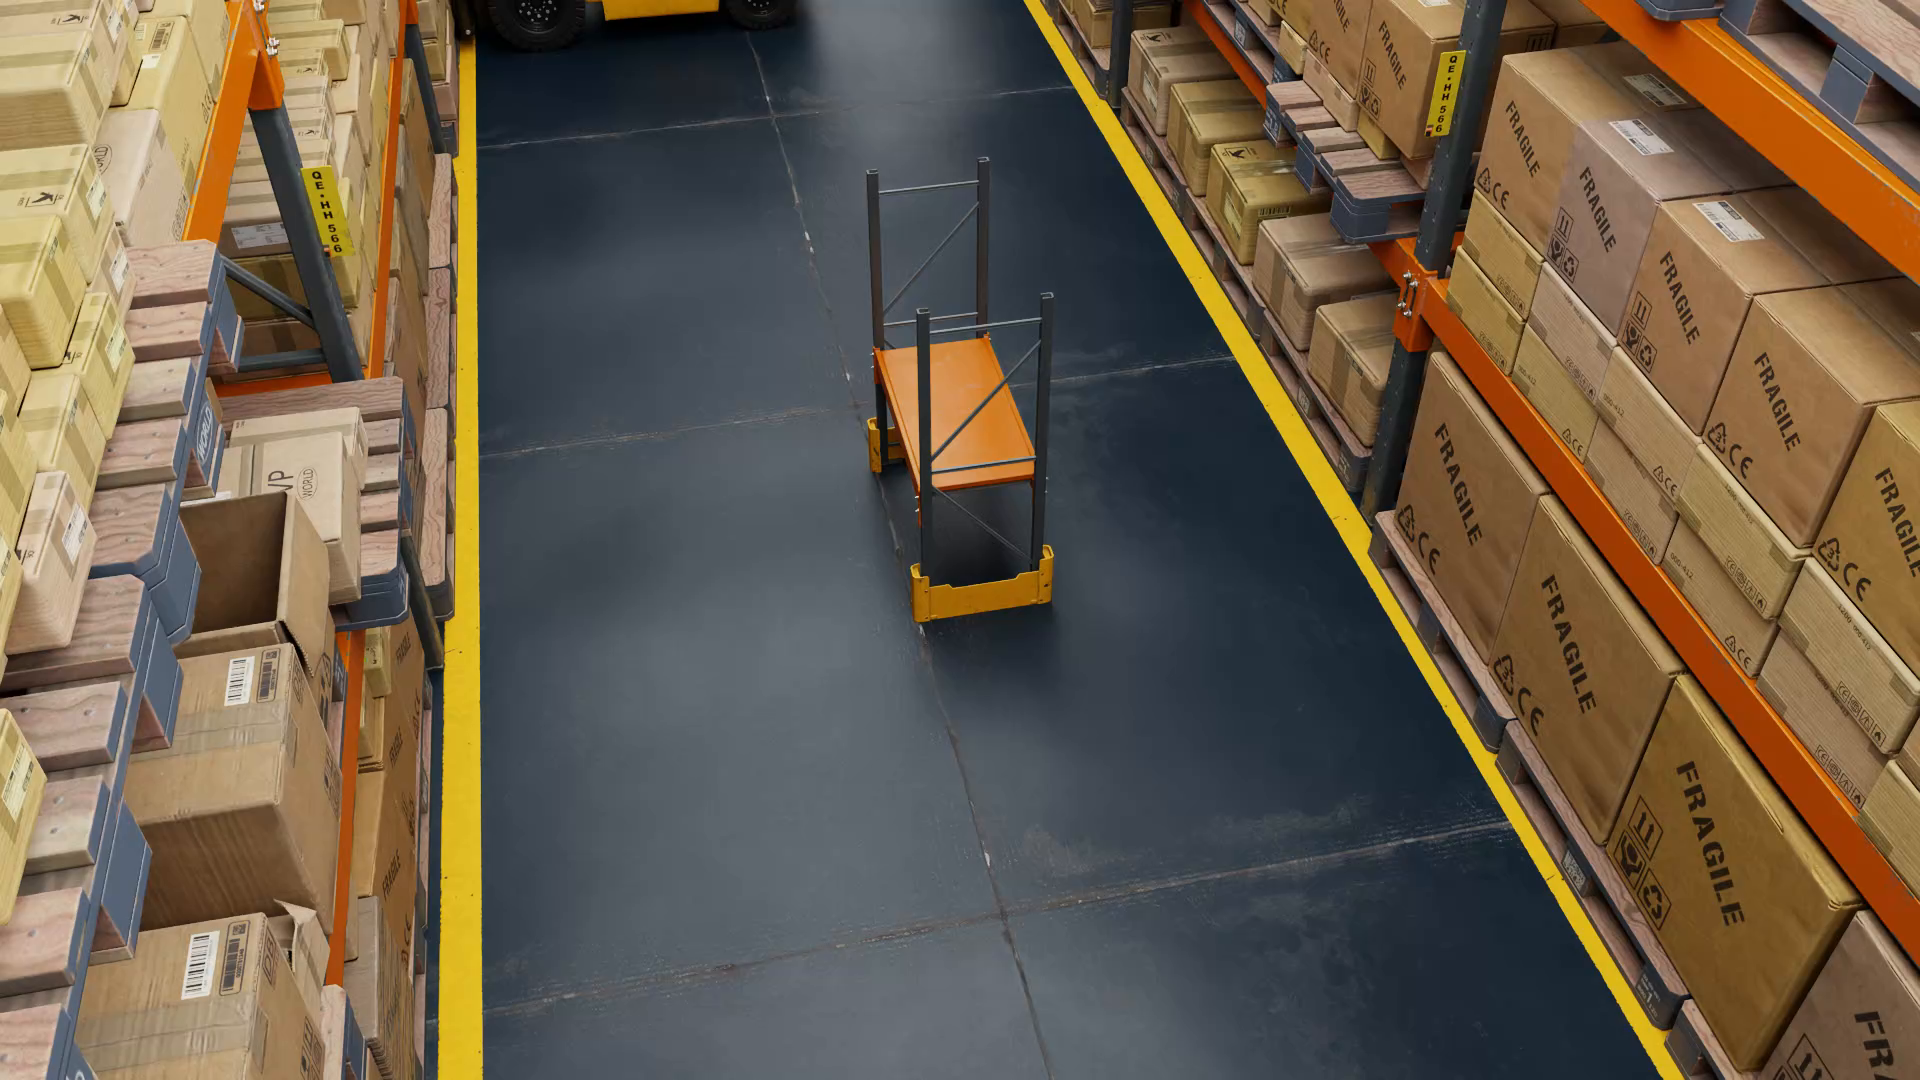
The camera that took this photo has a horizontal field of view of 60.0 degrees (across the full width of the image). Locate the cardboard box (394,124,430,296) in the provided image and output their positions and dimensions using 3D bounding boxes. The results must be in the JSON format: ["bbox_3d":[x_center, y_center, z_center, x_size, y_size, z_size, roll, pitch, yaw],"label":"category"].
[{"bbox_3d":[-3.149,-1.591,8.255,0.875,0.625,0.625,-9,42,-10],"label":"cardboard box"}]

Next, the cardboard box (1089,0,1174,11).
[{"bbox_3d":[1.023,-3.631,10.271,0.500,0.500,0.500,-9,42,-10],"label":"cardboard box"}]

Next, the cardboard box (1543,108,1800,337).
[{"bbox_3d":[2.261,-1.020,5.311,0.500,0.500,0.500,-8,42,-9],"label":"cardboard box"}]

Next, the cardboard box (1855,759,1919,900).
[{"bbox_3d":[2.688,0.780,4.224,0.500,0.250,0.500,-9,42,-10],"label":"cardboard box"}]

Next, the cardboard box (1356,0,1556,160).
[{"bbox_3d":[1.907,-1.844,6.452,0.500,0.500,0.500,-9,42,-11],"label":"cardboard box"}]

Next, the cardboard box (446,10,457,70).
[{"bbox_3d":[-3.339,-2.979,10.102,0.500,0.250,0.500,-9,42,-10],"label":"cardboard box"}]

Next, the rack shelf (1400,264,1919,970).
[{"bbox_3d":[2.708,0.282,5.215,1.077,0.370,4.000,-8,42,-9],"label":"rack shelf"}]

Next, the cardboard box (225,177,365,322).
[{"bbox_3d":[-2.402,-1.027,5.884,0.500,0.250,0.500,-8,42,-9],"label":"cardboard box"}]

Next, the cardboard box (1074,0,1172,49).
[{"bbox_3d":[1.023,-3.350,10.519,0.500,0.250,0.500,-7,42,-7],"label":"cardboard box"}]

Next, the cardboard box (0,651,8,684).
[{"bbox_3d":[-1.555,0.227,2.273,0.380,0.149,0.250,-8,42,-9],"label":"cardboard box"}]

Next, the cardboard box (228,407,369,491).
[{"bbox_3d":[-2.053,-0.262,5.159,0.380,0.149,0.250,-8,42,-8],"label":"cardboard box"}]

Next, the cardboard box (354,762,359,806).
[{"bbox_3d":[-2.100,0.776,5.194,0.380,0.149,0.250,-7,42,-8],"label":"cardboard box"}]

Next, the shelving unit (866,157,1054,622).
[{"bbox_3d":[-0.016,-0.610,6.808,0.587,1.500,1.083,-8,42,-9],"label":"shelving unit"}]

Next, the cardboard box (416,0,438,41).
[{"bbox_3d":[-3.231,-3.024,9.399,0.500,0.250,0.500,-9,42,-10],"label":"cardboard box"}]

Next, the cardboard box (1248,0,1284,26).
[{"bbox_3d":[1.564,-2.518,7.701,0.380,0.149,0.250,-10,42,-11],"label":"cardboard box"}]

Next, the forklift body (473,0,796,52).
[{"bbox_3d":[-2.106,-4.470,10.666,2.313,2.155,1.214,-8,42,-9],"label":"forklift body"}]

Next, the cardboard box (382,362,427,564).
[{"bbox_3d":[-2.691,-0.245,6.739,0.875,0.625,0.625,-7,42,-8],"label":"cardboard box"}]

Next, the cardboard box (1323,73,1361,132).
[{"bbox_3d":[1.749,-1.846,6.943,0.380,0.149,0.250,-9,42,-10],"label":"cardboard box"}]

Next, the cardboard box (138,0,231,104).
[{"bbox_3d":[-2.222,-1.338,4.351,0.500,0.250,0.500,-10,43,-11],"label":"cardboard box"}]

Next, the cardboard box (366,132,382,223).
[{"bbox_3d":[-2.648,-1.496,6.789,0.500,0.250,0.500,-10,42,-11],"label":"cardboard box"}]

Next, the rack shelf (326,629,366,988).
[{"bbox_3d":[-2.138,0.996,4.411,1.077,0.370,4.000,-8,42,-9],"label":"rack shelf"}]

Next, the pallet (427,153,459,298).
[{"bbox_3d":[-3.236,-1.648,8.947,1.003,0.211,1.213,-8,42,-9],"label":"pallet"}]

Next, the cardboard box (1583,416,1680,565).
[{"bbox_3d":[2.372,-0.203,5.332,0.500,0.250,0.500,-7,42,-8],"label":"cardboard box"}]

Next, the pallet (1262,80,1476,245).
[{"bbox_3d":[2.019,-1.659,7.003,1.213,0.211,1.003,-8,42,-9],"label":"pallet"}]

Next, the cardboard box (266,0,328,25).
[{"bbox_3d":[-2.790,-2.089,6.779,0.380,0.149,0.250,-8,42,-9],"label":"cardboard box"}]

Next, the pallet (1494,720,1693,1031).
[{"bbox_3d":[2.633,1.070,5.885,1.003,0.211,1.213,-8,42,-9],"label":"pallet"}]

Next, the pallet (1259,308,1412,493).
[{"bbox_3d":[2.109,-0.747,7.933,1.003,0.211,1.213,-8,42,-9],"label":"pallet"}]

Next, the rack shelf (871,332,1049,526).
[{"bbox_3d":[-0.018,-0.482,6.934,0.538,0.185,1.000,-8,42,-9],"label":"rack shelf"}]

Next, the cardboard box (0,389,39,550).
[{"bbox_3d":[-1.564,-0.063,2.376,0.380,0.149,0.250,-9,42,-10],"label":"cardboard box"}]

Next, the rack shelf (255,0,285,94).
[{"bbox_3d":[-3.001,-2.719,6.336,1.077,0.370,4.000,-8,42,-9],"label":"rack shelf"}]

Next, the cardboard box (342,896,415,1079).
[{"bbox_3d":[-1.925,1.450,4.924,0.500,0.500,0.500,-10,43,-11],"label":"cardboard box"}]

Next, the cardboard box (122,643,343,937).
[{"bbox_3d":[-1.873,0.638,3.880,0.700,0.500,0.500,-9,42,-10],"label":"cardboard box"}]

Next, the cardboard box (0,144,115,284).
[{"bbox_3d":[-1.732,-0.557,2.932,0.380,0.149,0.250,-8,42,-9],"label":"cardboard box"}]

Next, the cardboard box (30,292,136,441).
[{"bbox_3d":[-1.651,-0.278,2.841,0.380,0.149,0.250,-7,42,-8],"label":"cardboard box"}]

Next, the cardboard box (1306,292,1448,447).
[{"bbox_3d":[2.164,-0.826,7.584,0.950,0.372,0.625,-11,43,-12],"label":"cardboard box"}]

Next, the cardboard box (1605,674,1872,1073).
[{"bbox_3d":[2.725,0.972,5.180,0.875,0.875,0.875,-7,42,-8],"label":"cardboard box"}]

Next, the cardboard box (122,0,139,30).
[{"bbox_3d":[-2.189,-1.245,3.946,0.380,0.149,0.250,-7,42,-8],"label":"cardboard box"}]

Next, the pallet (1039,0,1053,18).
[{"bbox_3d":[0.967,-4.056,11.661,1.003,0.211,1.213,-8,42,-9],"label":"pallet"}]

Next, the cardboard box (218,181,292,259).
[{"bbox_3d":[-2.351,-1.099,5.664,0.380,0.149,0.250,-7,42,-8],"label":"cardboard box"}]

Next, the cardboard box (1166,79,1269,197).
[{"bbox_3d":[1.687,-2.246,9.183,0.950,0.372,0.625,-6,42,-7],"label":"cardboard box"}]

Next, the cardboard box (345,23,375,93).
[{"bbox_3d":[-2.764,-2.018,7.000,0.500,0.250,0.500,-8,42,-9],"label":"cardboard box"}]

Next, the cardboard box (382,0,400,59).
[{"bbox_3d":[-2.955,-2.492,7.911,0.500,0.250,0.500,-9,42,-10],"label":"cardboard box"}]

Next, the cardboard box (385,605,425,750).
[{"bbox_3d":[-2.268,0.451,6.049,0.500,0.500,0.500,-7,42,-8],"label":"cardboard box"}]

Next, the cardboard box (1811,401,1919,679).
[{"bbox_3d":[2.589,-0.021,4.186,0.500,0.500,0.500,-7,42,-8],"label":"cardboard box"}]

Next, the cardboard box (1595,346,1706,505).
[{"bbox_3d":[2.351,-0.391,5.167,0.500,0.250,0.500,-8,42,-9],"label":"cardboard box"}]

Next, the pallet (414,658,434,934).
[{"bbox_3d":[-2.445,0.962,6.007,1.003,0.211,1.213,-8,42,-9],"label":"pallet"}]

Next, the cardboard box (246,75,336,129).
[{"bbox_3d":[-2.559,-1.602,6.231,0.380,0.149,0.250,-8,42,-9],"label":"cardboard box"}]

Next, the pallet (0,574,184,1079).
[{"bbox_3d":[-1.778,0.539,2.266,1.213,0.211,1.003,-8,42,-9],"label":"pallet"}]

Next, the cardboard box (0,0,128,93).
[{"bbox_3d":[-1.983,-1.038,3.488,0.380,0.149,0.250,-9,42,-10],"label":"cardboard box"}]

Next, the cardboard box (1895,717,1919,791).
[{"bbox_3d":[2.692,0.605,4.046,0.500,0.250,0.500,-7,42,-8],"label":"cardboard box"}]

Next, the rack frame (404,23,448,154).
[{"bbox_3d":[-3.433,-3.163,8.553,1.000,3.000,0.127,-8,42,-9],"label":"rack frame"}]

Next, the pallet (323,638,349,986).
[{"bbox_3d":[-2.145,0.762,4.277,1.003,0.211,1.213,-8,42,-9],"label":"pallet"}]

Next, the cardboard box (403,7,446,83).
[{"bbox_3d":[-3.236,-2.836,9.564,0.500,0.250,0.500,-9,42,-9],"label":"cardboard box"}]
